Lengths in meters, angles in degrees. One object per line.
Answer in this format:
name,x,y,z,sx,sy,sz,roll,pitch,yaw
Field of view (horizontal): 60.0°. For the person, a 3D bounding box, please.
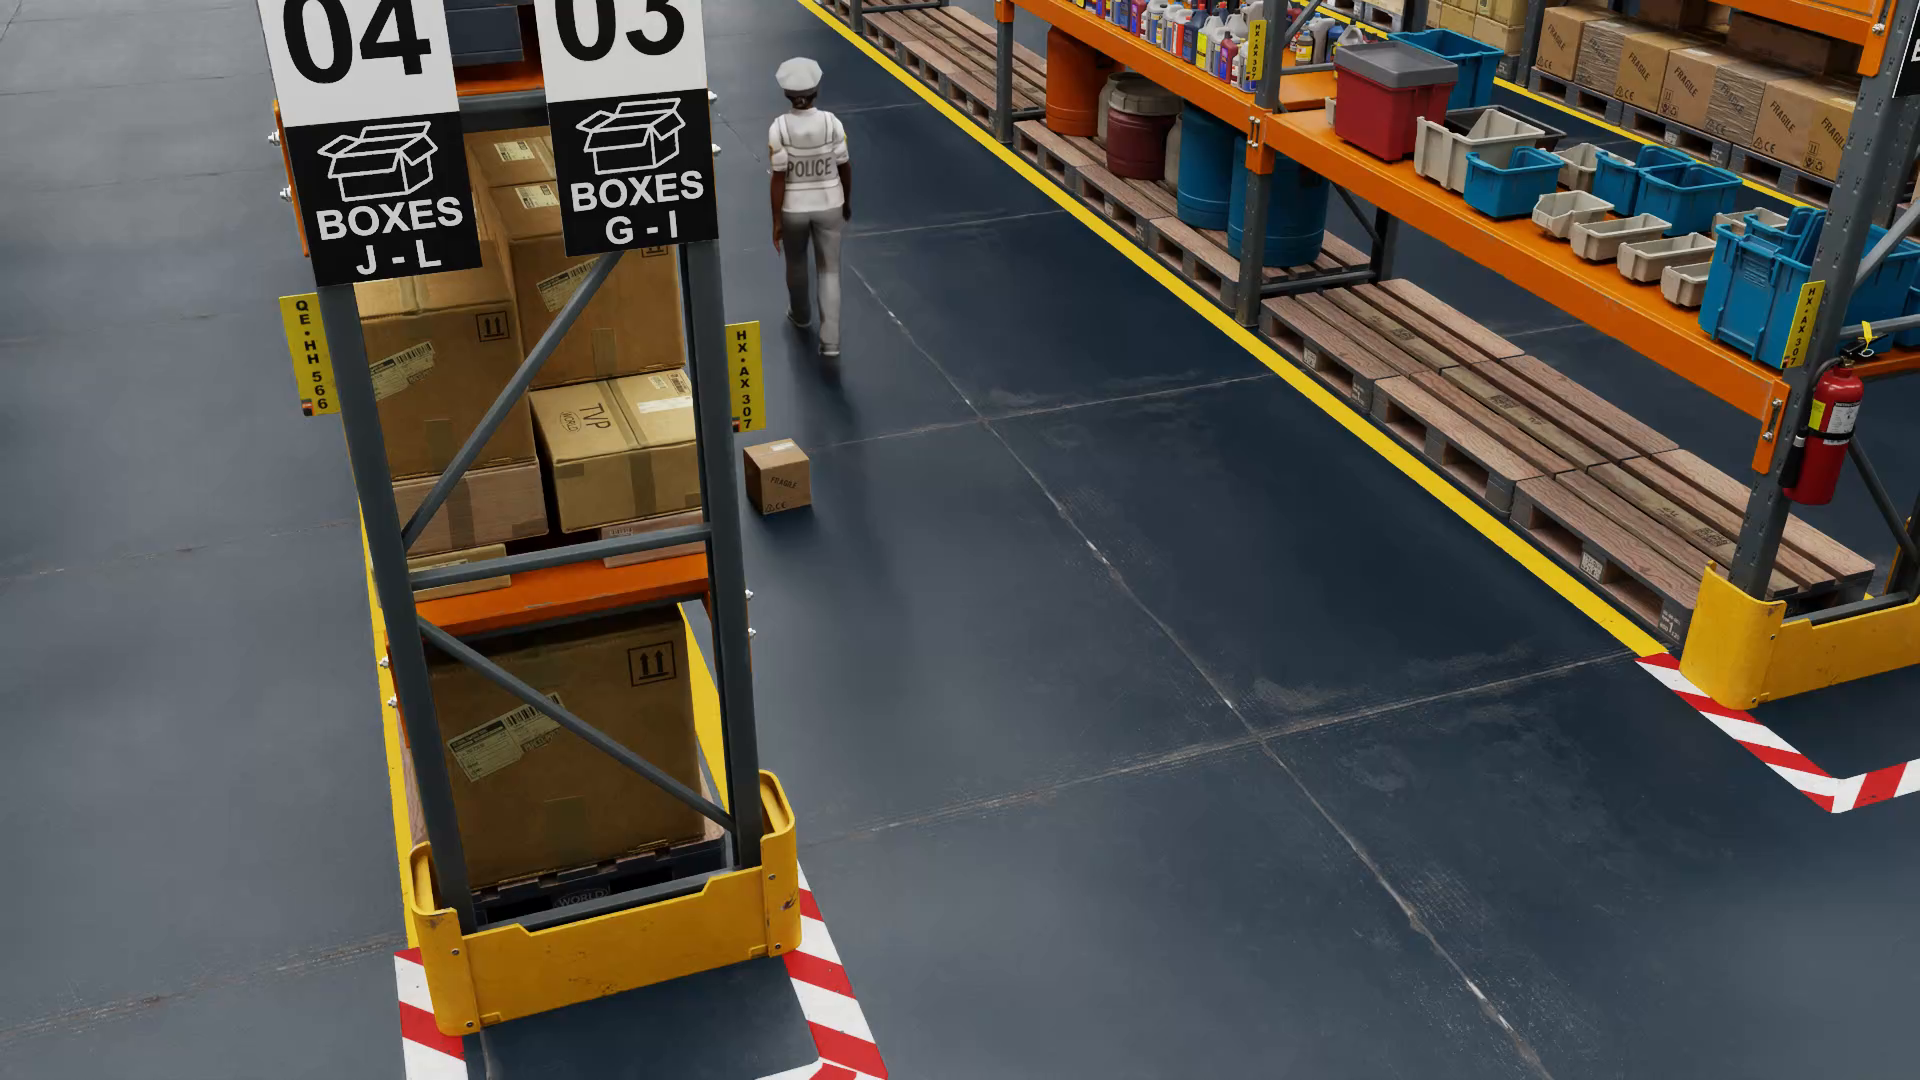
person,-0.832,-1.875,9.334,0.465,1.643,0.978,-4,30,-7
